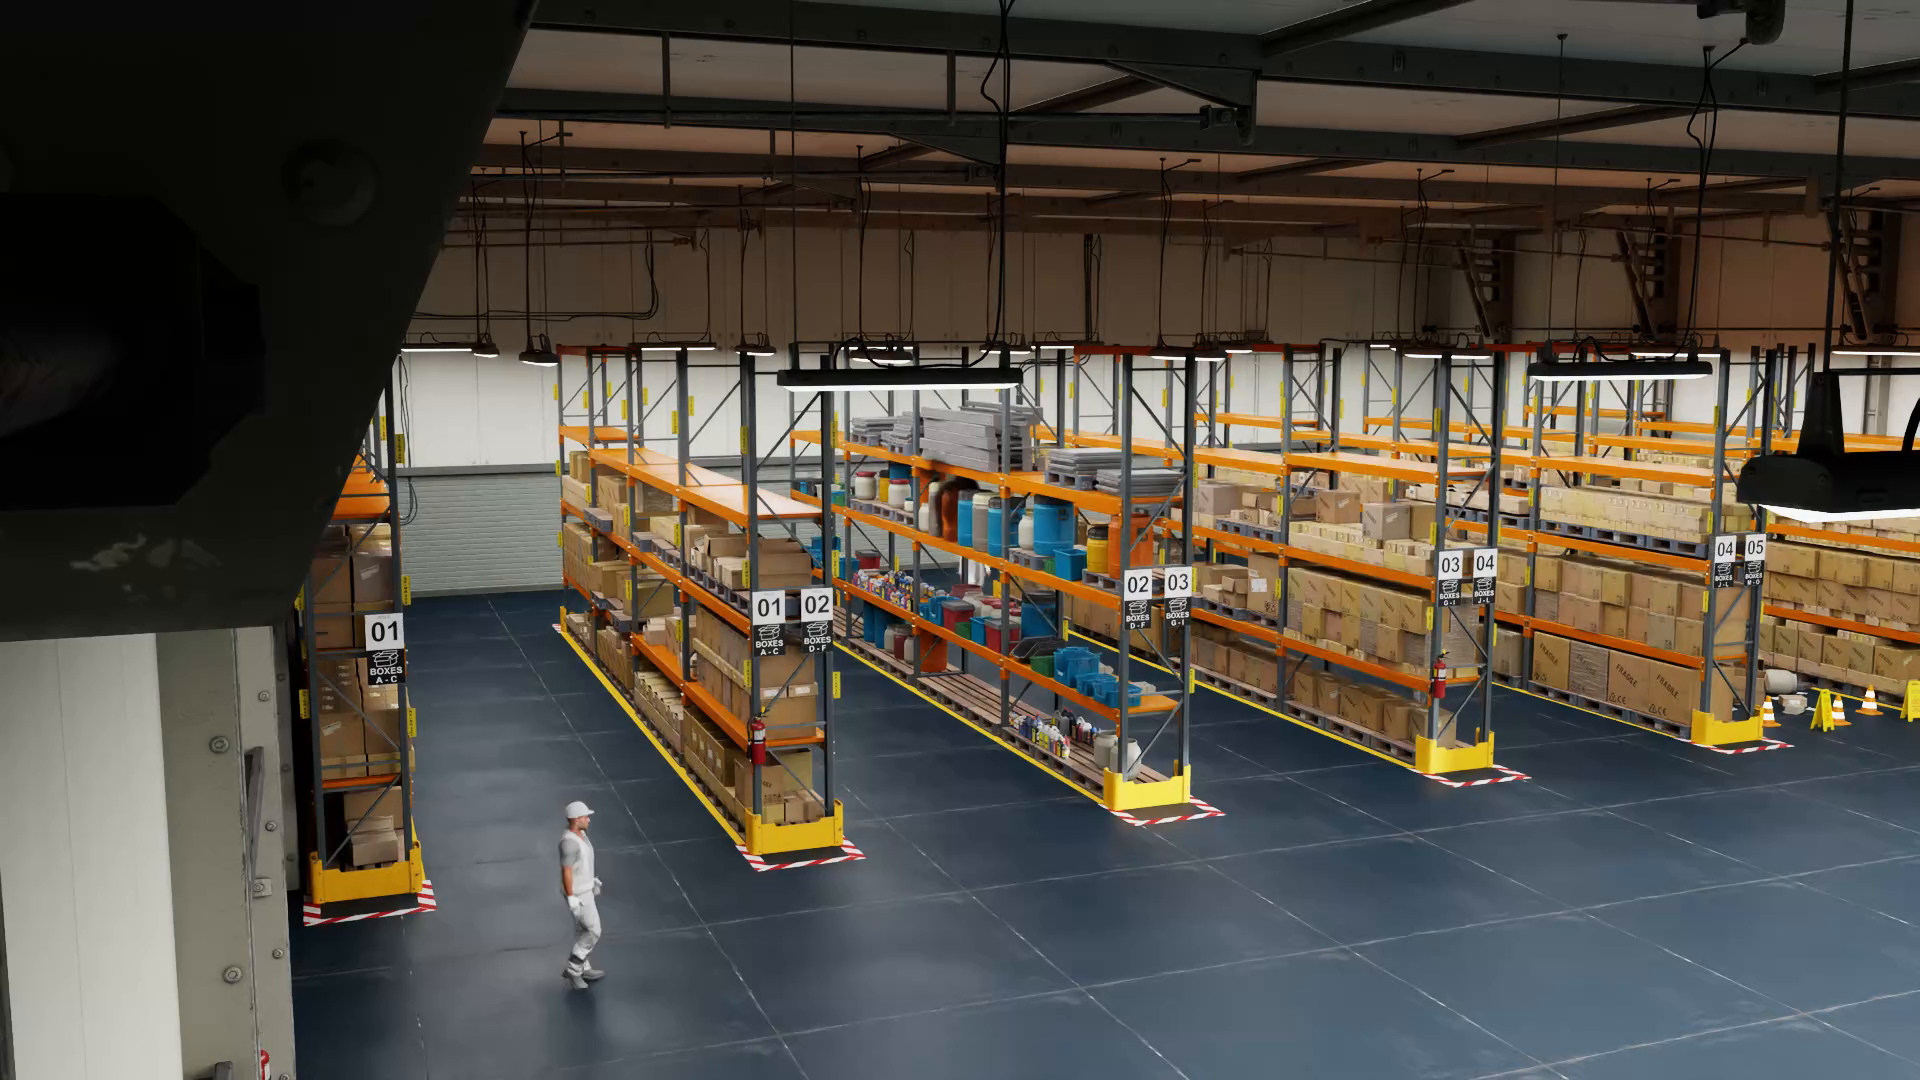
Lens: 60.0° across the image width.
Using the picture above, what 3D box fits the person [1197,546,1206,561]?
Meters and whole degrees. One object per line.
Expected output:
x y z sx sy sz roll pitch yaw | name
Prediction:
6.299 -0.216 44.658 1.019 1.751 0.583 -4 8 -31 | person

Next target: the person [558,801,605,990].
-3.676 3.425 16.163 0.396 1.815 0.595 -1 7 -6 | person

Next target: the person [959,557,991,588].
0.348 0.896 36.736 0.648 1.719 0.935 -2 8 -19 | person

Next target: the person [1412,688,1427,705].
7.592 2.072 27.438 0.398 1.599 0.533 -2 7 -15 | person
